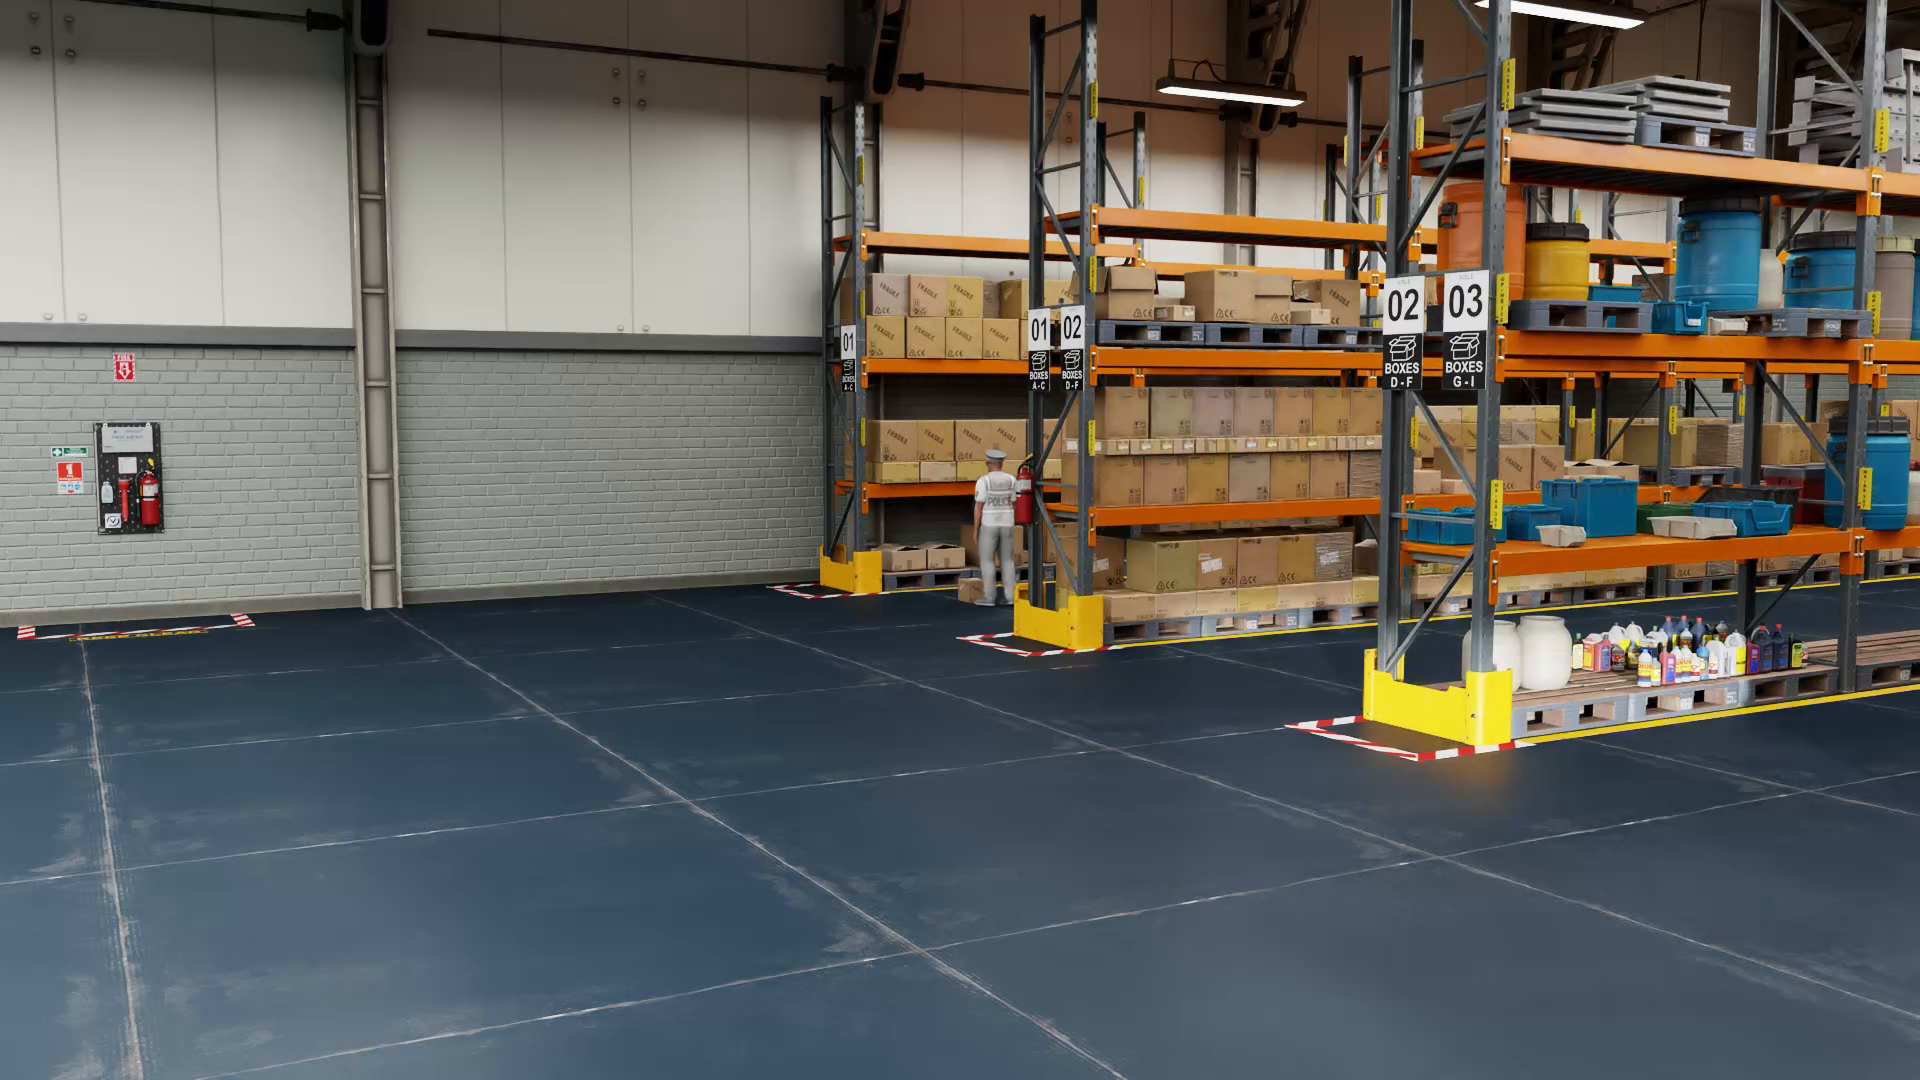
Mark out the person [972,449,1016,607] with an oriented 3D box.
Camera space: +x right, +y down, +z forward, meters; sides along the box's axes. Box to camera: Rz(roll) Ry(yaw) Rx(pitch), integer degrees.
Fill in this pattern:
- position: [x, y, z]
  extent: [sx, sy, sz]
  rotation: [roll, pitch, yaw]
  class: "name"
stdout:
- position: [0.379, -0.130, 18.699]
  extent: [0.530, 1.774, 0.394]
  rotation: [-3, 6, -28]
  class: "person"
